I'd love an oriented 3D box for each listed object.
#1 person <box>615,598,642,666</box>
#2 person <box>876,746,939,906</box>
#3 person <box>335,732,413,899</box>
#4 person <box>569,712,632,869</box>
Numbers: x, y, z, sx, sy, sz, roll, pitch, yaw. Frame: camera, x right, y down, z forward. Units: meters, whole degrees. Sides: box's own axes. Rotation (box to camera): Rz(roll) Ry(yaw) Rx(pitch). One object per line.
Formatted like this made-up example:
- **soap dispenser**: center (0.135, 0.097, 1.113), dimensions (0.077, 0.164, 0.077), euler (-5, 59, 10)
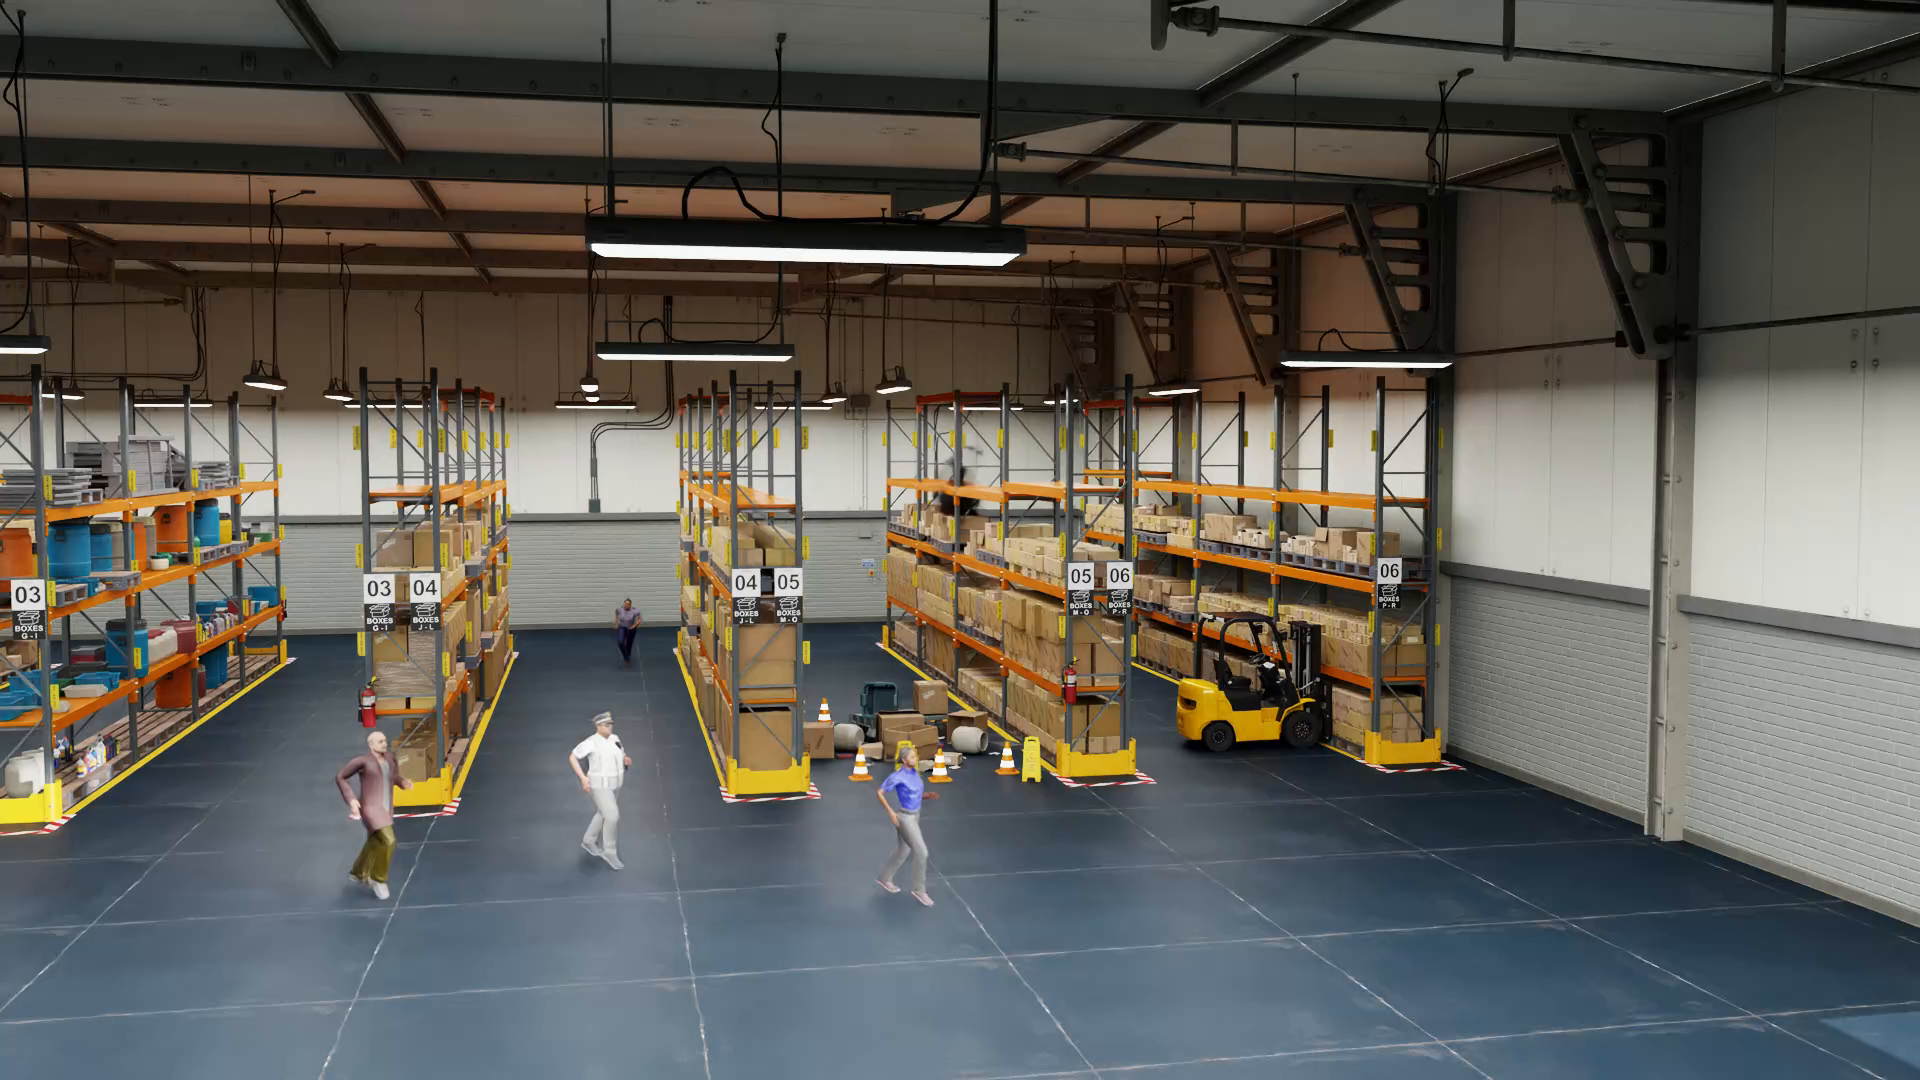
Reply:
- **person**: center (-7.427, 2.054, 37.335), dimensions (0.621, 1.574, 0.945), euler (0, 3, -5)
- **person**: center (-0.586, 3.098, 18.085), dimensions (0.777, 1.718, 0.547), euler (1, 4, 20)
- **person**: center (-6.446, 3.029, 18.405), dimensions (0.841, 1.830, 0.689), euler (1, 4, 19)
- **person**: center (-4.216, 2.948, 19.692), dimensions (0.798, 1.849, 0.637), euler (2, 4, 25)
